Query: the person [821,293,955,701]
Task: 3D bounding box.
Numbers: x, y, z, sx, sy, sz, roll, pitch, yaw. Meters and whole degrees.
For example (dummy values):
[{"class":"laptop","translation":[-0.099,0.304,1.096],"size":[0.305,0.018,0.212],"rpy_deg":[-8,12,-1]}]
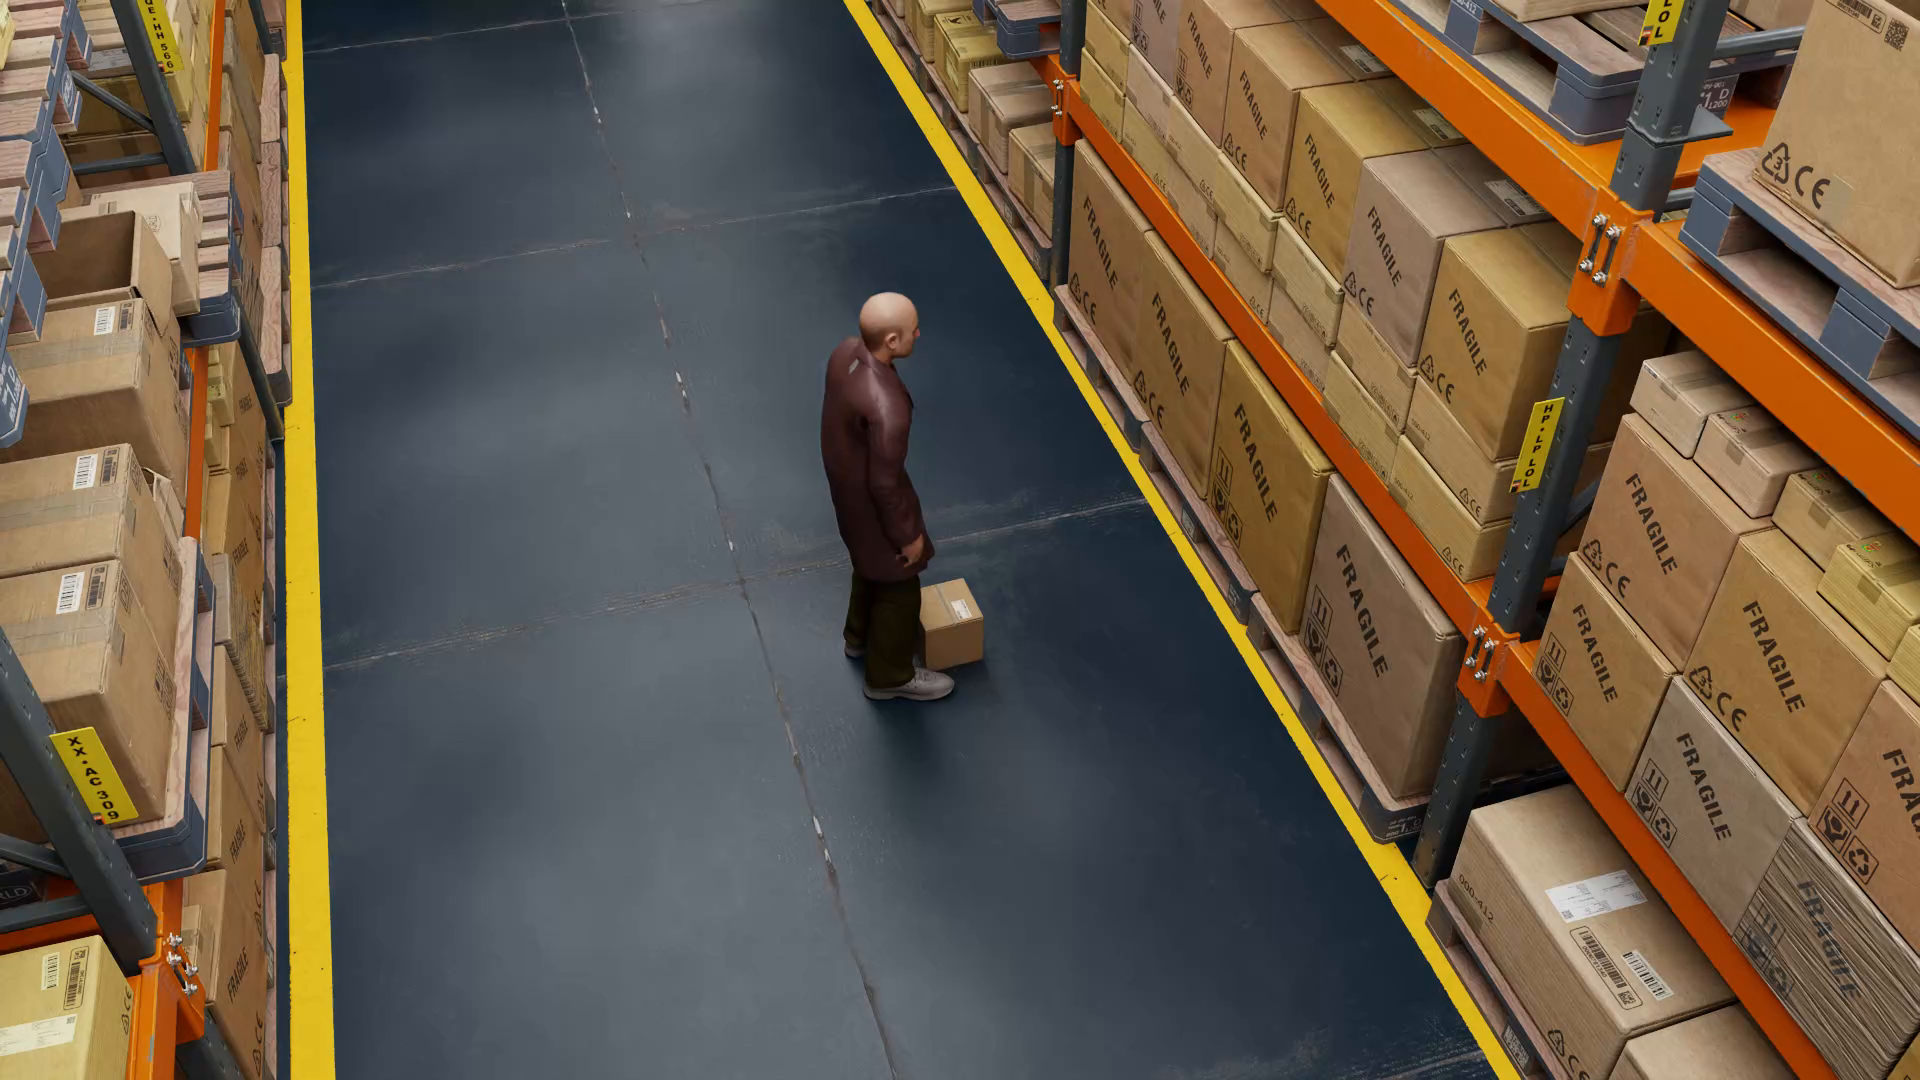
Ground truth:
[{"class":"person","translation":[-0.298,-0.162,6.353],"size":[0.419,1.774,0.645],"rpy_deg":[-12,43,-13]}]
